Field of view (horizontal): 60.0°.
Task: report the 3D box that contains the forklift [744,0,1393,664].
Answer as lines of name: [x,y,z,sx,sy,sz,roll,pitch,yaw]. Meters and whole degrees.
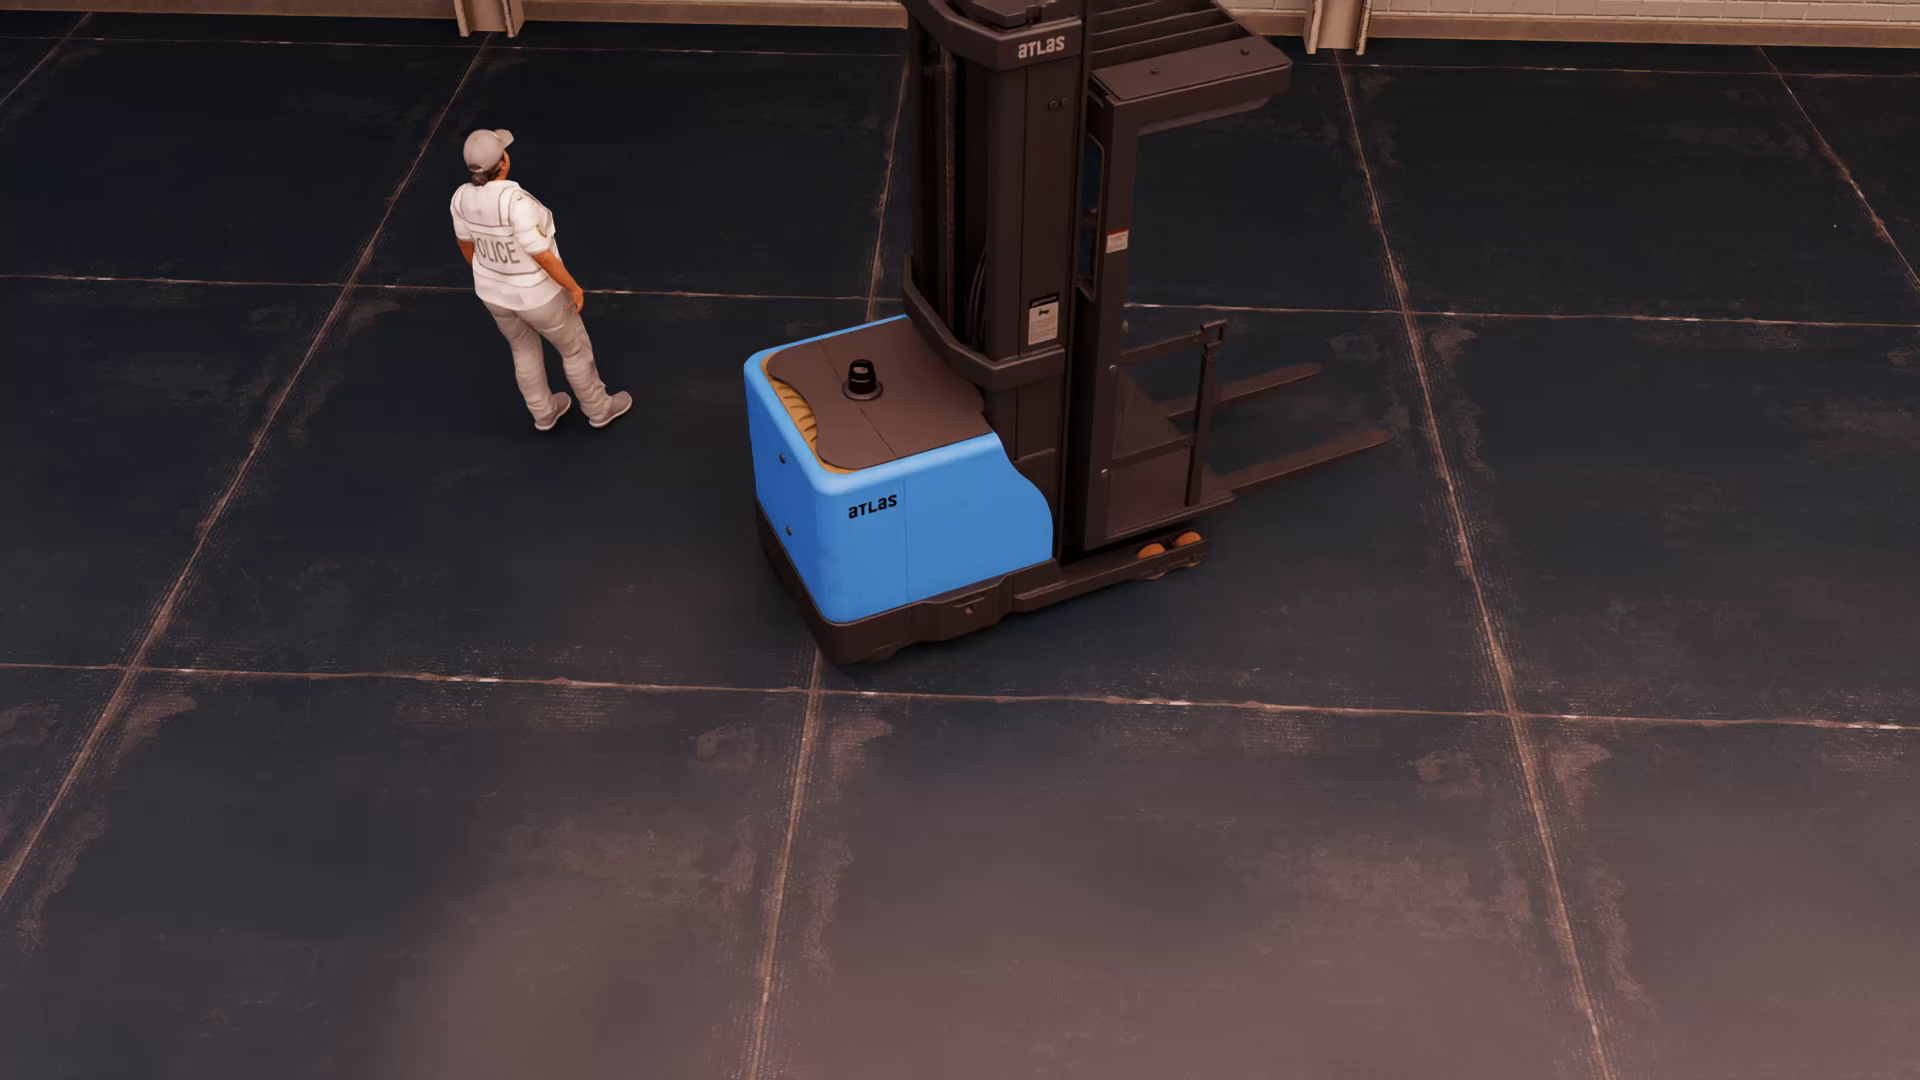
forklift: [0.609,-1.209,7.067,3.031,2.935,1.130,-17,45,-18]

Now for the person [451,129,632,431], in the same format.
person: [-2.058,-1.256,8.048,0.588,1.672,0.532,15,45,16]
